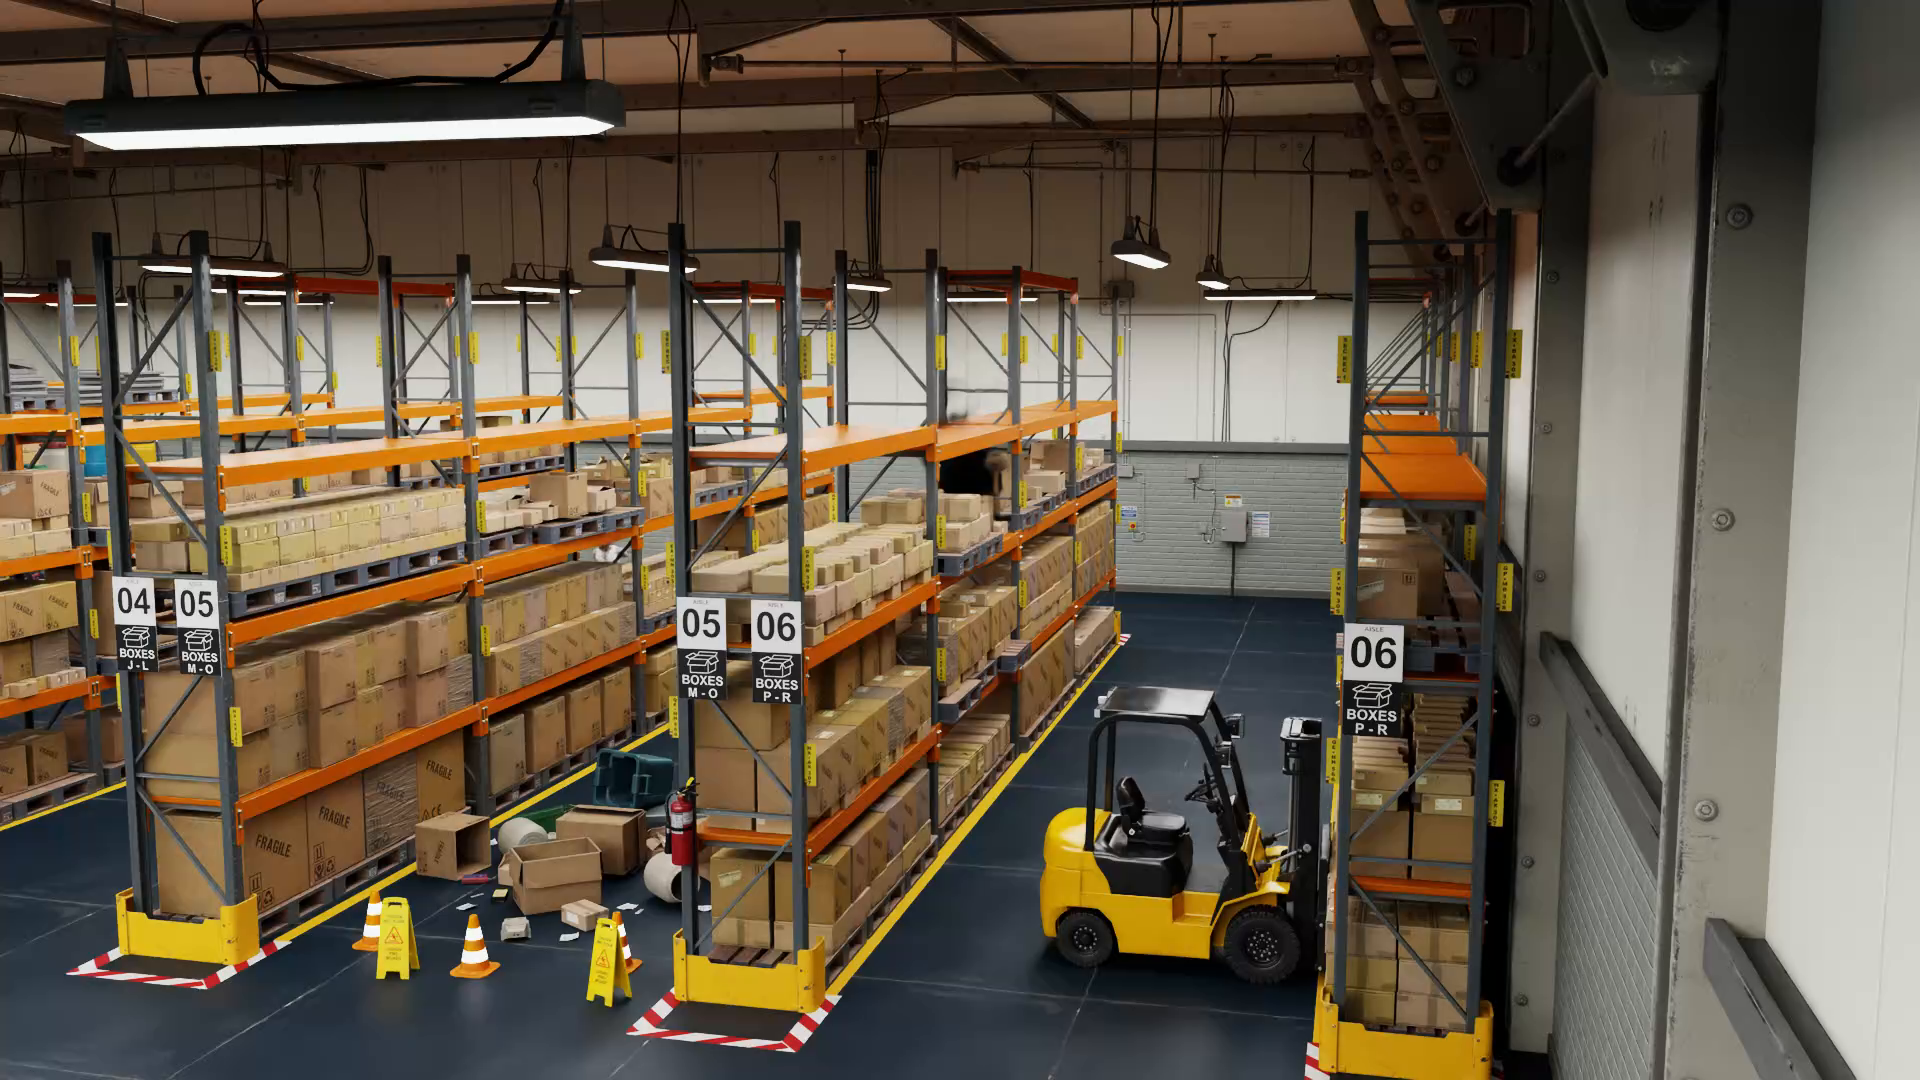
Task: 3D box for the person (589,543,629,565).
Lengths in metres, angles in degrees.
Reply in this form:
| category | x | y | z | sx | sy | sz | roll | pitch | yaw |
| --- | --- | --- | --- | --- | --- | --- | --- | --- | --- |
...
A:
| category | x | y | z | sx | sy | sz | roll | pitch | yaw |
| --- | --- | --- | --- | --- | --- | --- | --- | --- | --- |
| person | -6.169 | 0.717 | 29.182 | 0.637 | 1.819 | 0.831 | 1 | 7 | 10 |
